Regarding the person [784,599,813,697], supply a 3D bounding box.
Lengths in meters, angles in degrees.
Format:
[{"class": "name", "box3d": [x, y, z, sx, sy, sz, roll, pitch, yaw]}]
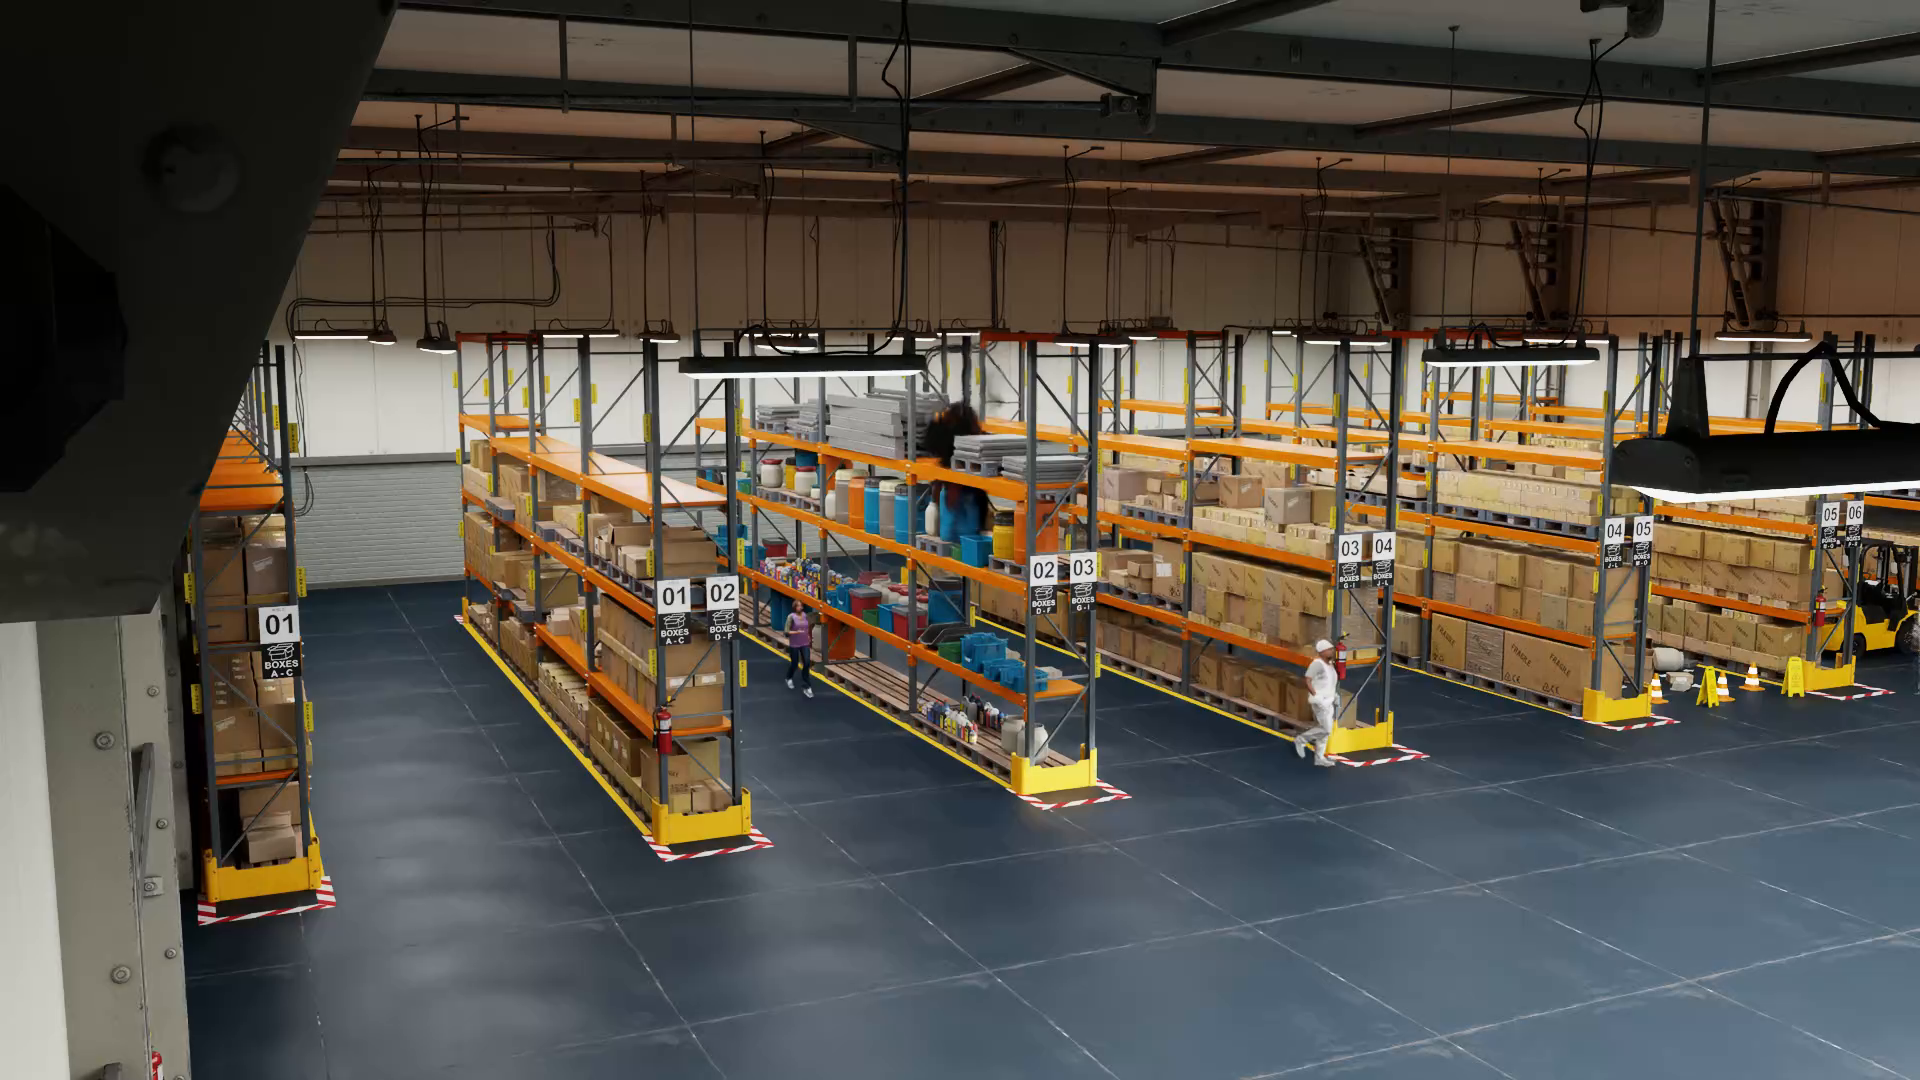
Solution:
[{"class": "person", "box3d": [-2.691, 1.776, 27.780, 0.538, 1.596, 0.844, -4, 9, -29]}]

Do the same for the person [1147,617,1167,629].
[{"class": "person", "box3d": [3.952, 1.031, 33.029, 0.666, 1.699, 0.930, -4, 9, -30]}]

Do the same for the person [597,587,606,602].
[{"class": "person", "box3d": [-7.265, 0.894, 33.788, 0.673, 1.790, 0.989, -5, 9, -31]}]

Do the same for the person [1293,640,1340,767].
[{"class": "person", "box3d": [5.057, 2.288, 23.447, 0.596, 1.780, 0.739, 5, 9, 30]}]
